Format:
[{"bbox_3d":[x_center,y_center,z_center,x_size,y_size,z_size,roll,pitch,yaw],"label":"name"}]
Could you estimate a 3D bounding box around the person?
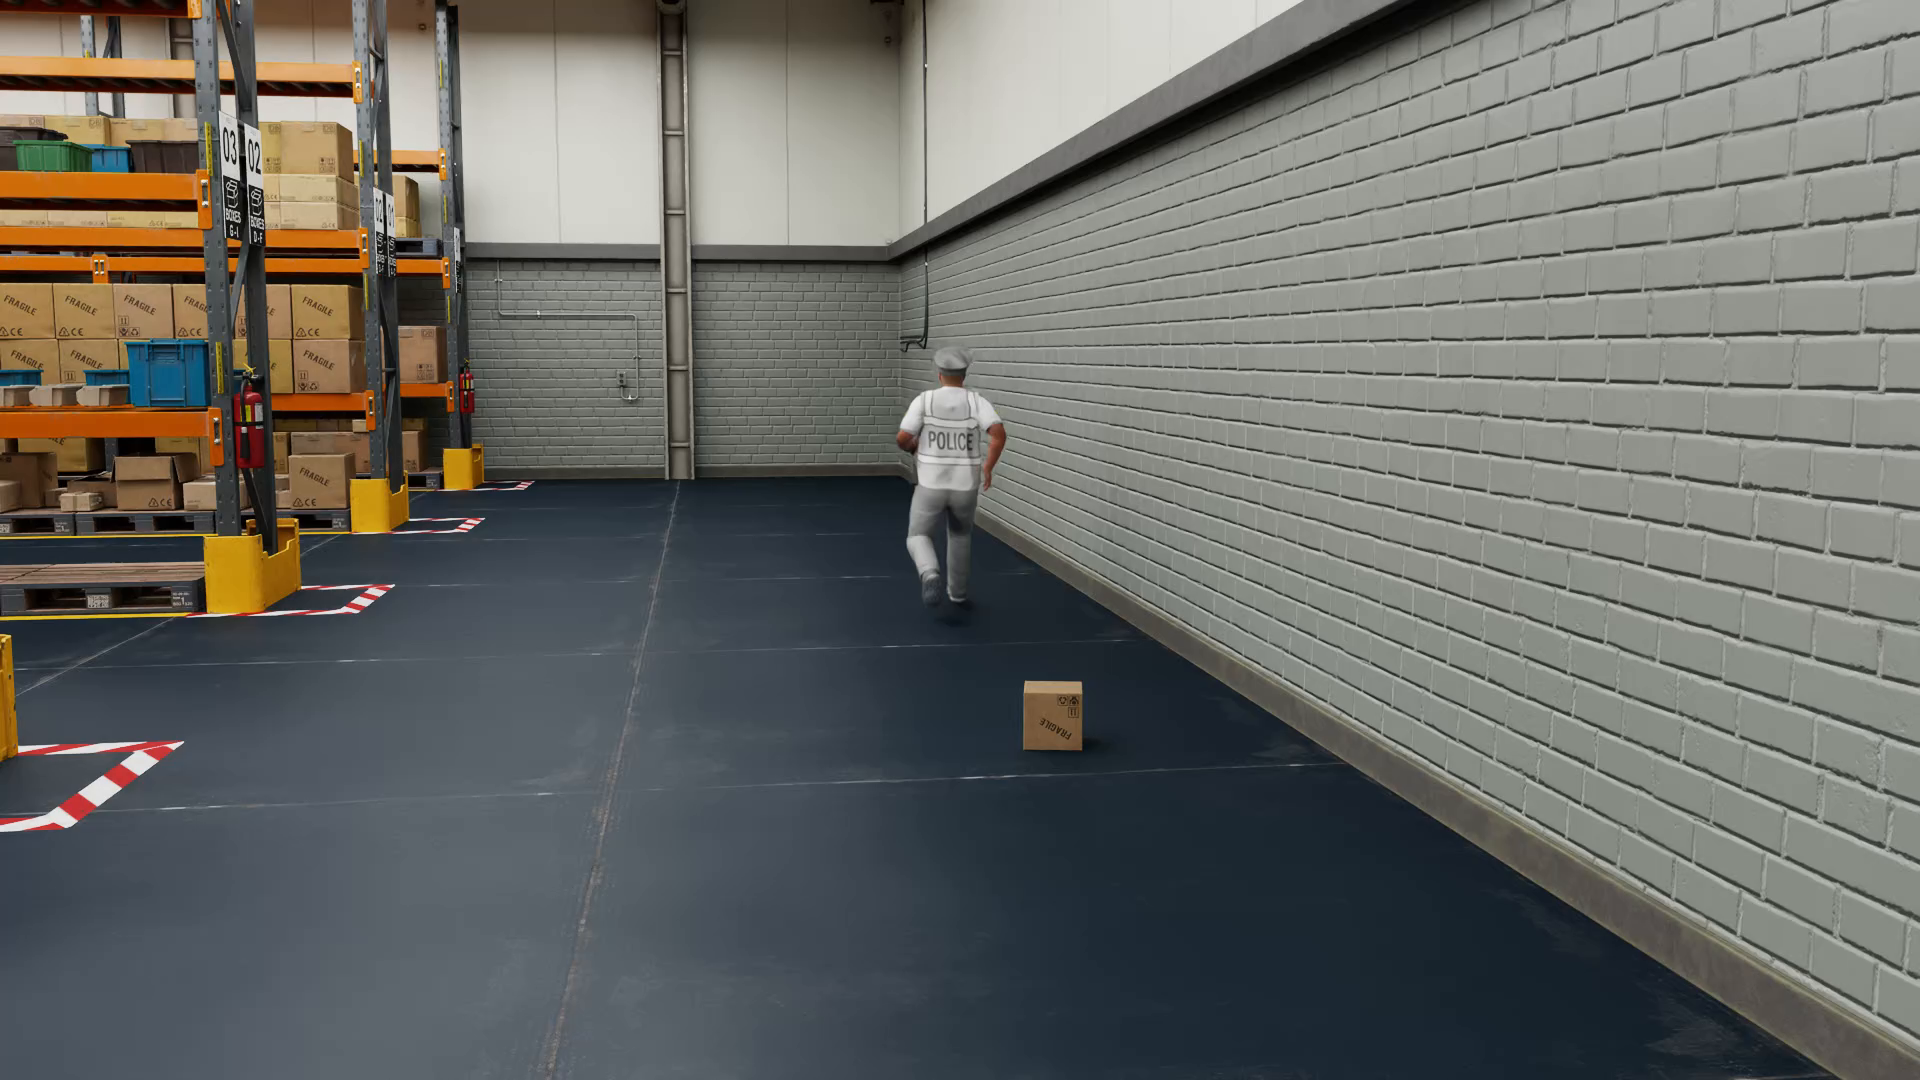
[{"bbox_3d":[-0.129,-0.406,10.857,0.658,1.709,0.939,-2,7,-15],"label":"person"}]
